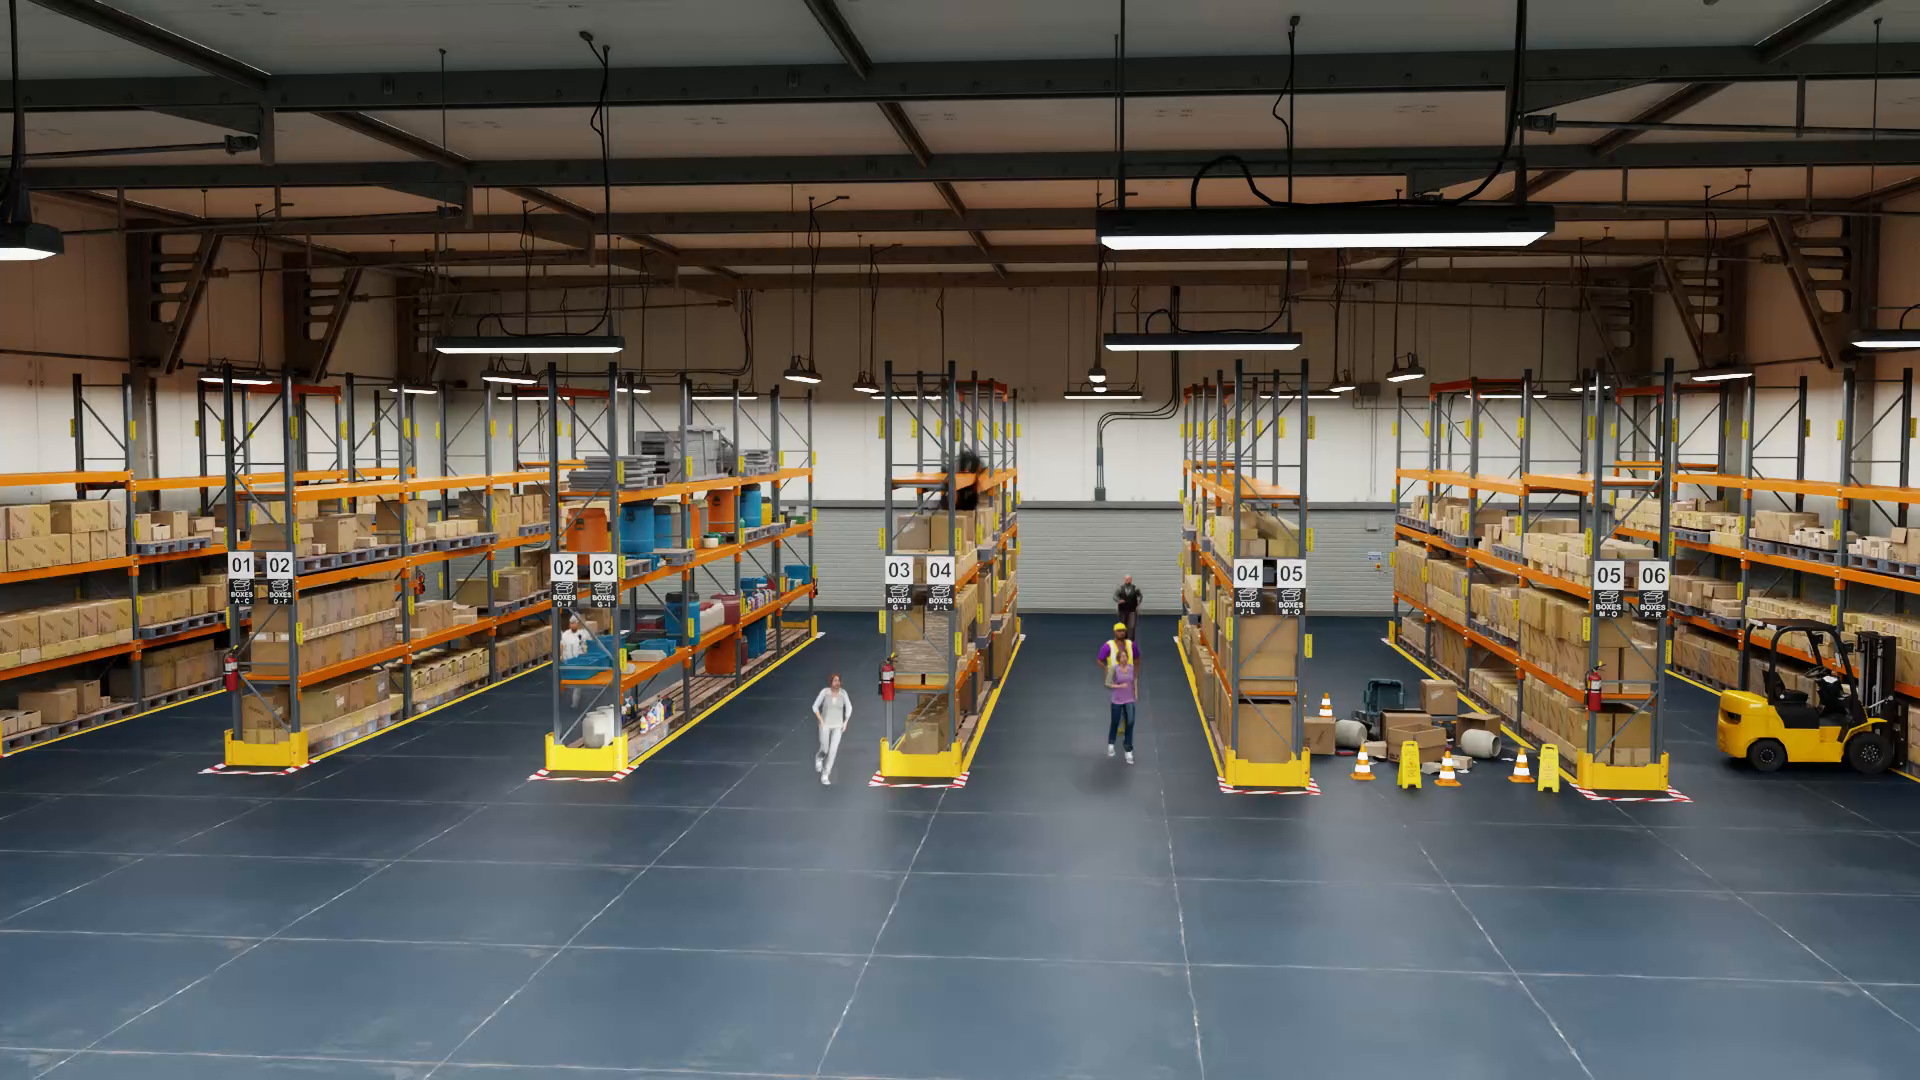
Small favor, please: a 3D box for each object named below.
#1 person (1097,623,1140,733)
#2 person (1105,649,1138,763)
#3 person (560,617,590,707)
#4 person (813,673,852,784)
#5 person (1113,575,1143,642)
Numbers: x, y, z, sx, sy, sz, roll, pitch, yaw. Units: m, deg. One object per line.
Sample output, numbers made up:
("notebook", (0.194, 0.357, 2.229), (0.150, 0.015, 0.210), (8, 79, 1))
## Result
("person", (2.499, 2.155, 25.929), (0.697, 1.732, 0.525), (0, 4, -7))
("person", (2.370, 2.406, 24.426), (0.576, 1.629, 0.754), (-1, 4, -15))
("person", (-7.020, 2.210, 30.356), (0.614, 1.631, 0.575), (0, 4, -2))
("person", (-1.826, 2.673, 23.823), (0.562, 1.561, 0.603), (-1, 4, -13))
("person", (3.801, 1.653, 37.741), (0.677, 1.745, 0.861), (0, 4, 6))
